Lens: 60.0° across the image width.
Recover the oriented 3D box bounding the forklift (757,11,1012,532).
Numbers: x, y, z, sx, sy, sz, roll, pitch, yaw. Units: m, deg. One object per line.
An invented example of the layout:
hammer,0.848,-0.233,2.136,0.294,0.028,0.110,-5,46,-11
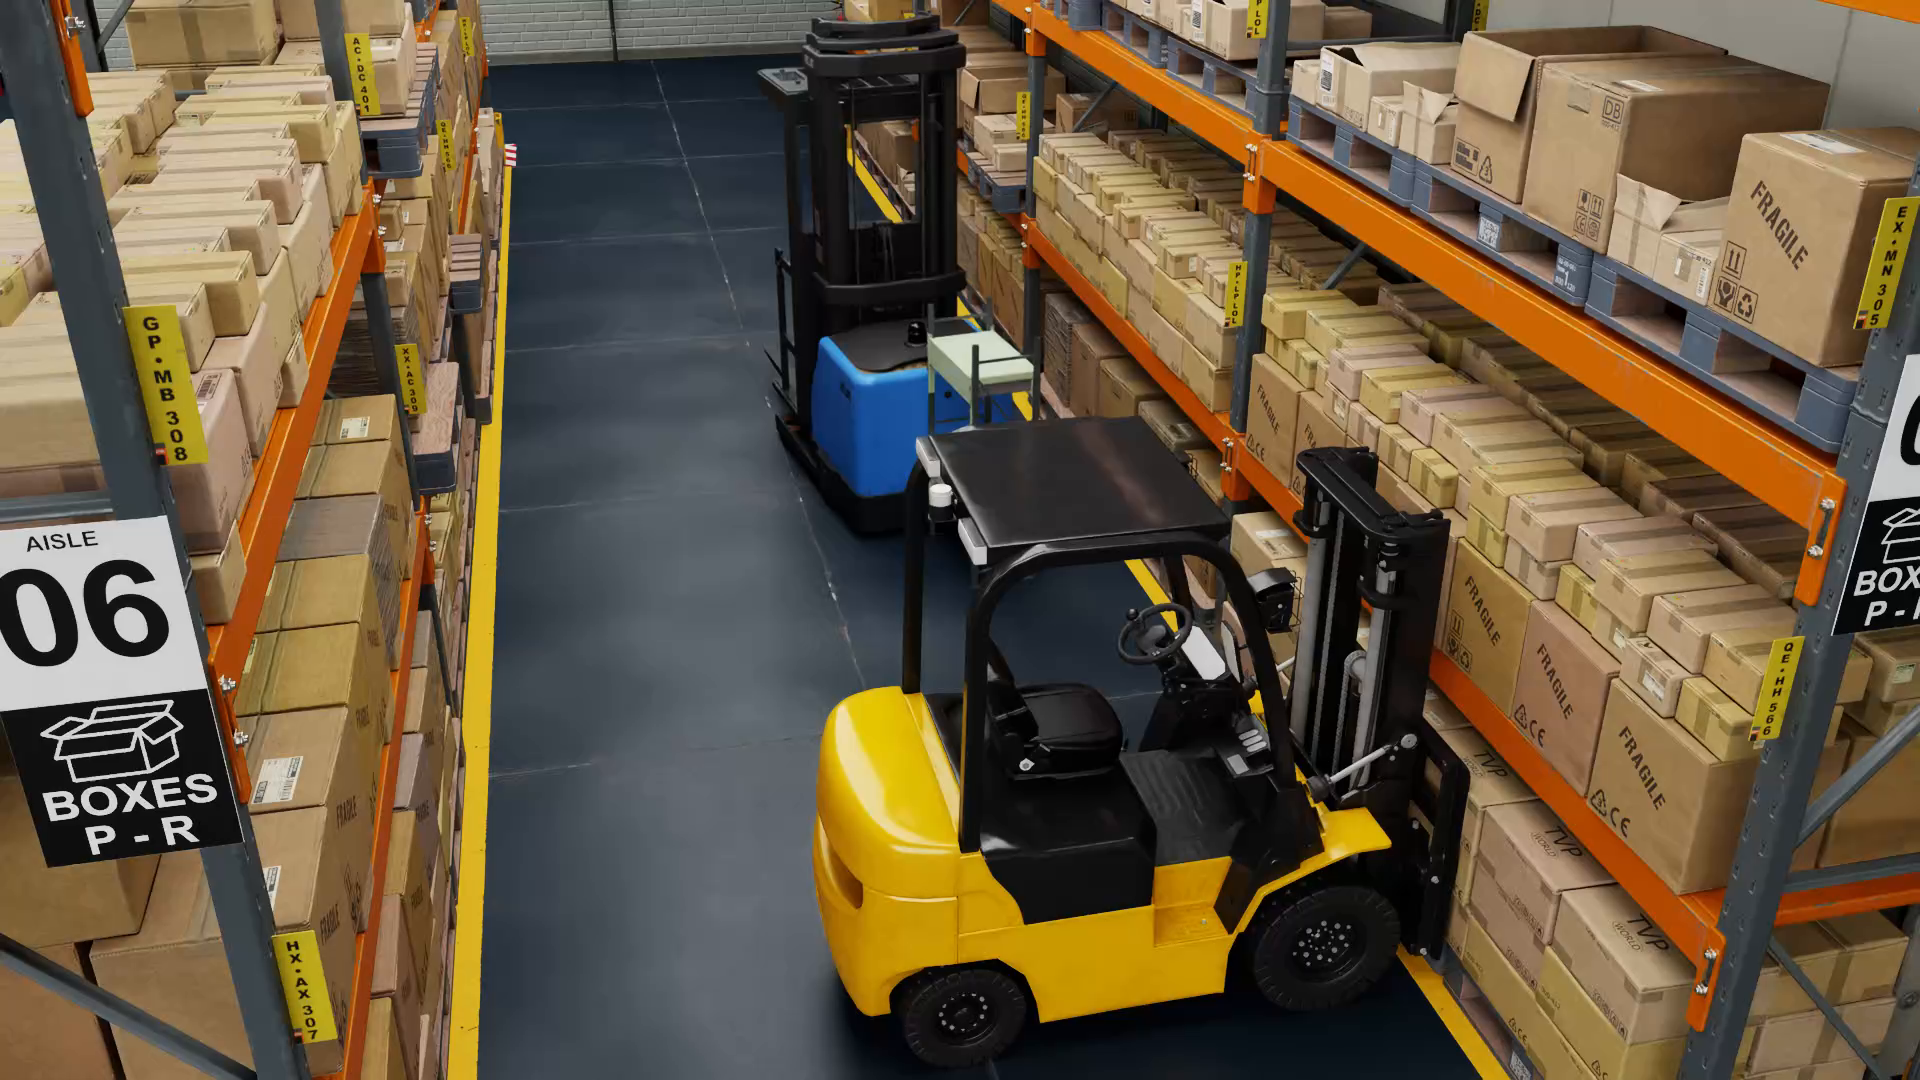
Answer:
forklift,-0.650,-1.998,10.957,1.130,2.935,3.031,-9,28,-18

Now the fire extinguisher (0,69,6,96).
fire extinguisher,-10.074,-4.944,17.216,0.296,0.674,0.183,-6,27,-12

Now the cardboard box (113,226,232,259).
cardboard box,-2.145,-0.712,4.397,0.380,0.149,0.250,-6,27,-12

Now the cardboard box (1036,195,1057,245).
cardboard box,0.833,-2.242,11.529,0.500,0.250,0.500,-6,27,-11

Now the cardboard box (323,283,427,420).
cardboard box,-2.789,-0.867,7.731,0.500,0.500,0.500,-5,27,-10

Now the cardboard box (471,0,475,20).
cardboard box,-5.072,-5.394,16.388,0.500,0.500,0.500,-6,27,-12

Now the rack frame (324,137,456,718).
rack frame,-2.963,-0.267,7.449,1.000,3.000,0.127,-6,27,-12

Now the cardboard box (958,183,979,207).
cardboard box,0.192,-3.003,14.460,0.380,0.149,0.250,-6,27,-12

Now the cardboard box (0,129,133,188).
cardboard box,-2.934,-1.228,5.420,0.380,0.149,0.250,-7,28,-13

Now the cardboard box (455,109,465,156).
cardboard box,-4.055,-3.098,12.670,0.500,0.250,0.500,-5,27,-11

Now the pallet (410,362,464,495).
pallet,-2.994,-0.531,8.187,1.003,0.211,1.213,-6,27,-12

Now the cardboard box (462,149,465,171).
cardboard box,-4.210,-3.093,13.216,0.500,0.250,0.500,-7,28,-13

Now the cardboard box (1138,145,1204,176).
cardboard box,1.408,-2.517,11.077,0.380,0.149,0.250,-6,27,-12

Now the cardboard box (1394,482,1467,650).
cardboard box,2.059,0.076,6.659,0.500,0.500,0.500,-6,27,-11

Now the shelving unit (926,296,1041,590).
shelving unit,0.128,-0.571,9.716,0.431,1.500,0.755,-9,28,-18

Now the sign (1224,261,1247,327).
sign,1.346,-1.195,8.091,0.100,0.325,0.005,-6,27,-12

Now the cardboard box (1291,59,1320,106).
cardboard box,1.677,-2.004,7.264,0.380,0.149,0.250,-5,27,-11

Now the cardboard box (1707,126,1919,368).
cardboard box,2.436,-0.802,4.493,0.500,0.500,0.500,-5,27,-10

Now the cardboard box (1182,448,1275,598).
cardboard box,1.744,-0.128,9.343,0.875,0.625,0.625,-5,27,-9

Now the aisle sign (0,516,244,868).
aisle sign,-1.746,0.324,3.393,0.394,0.787,0.004,-6,27,-12

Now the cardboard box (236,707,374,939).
cardboard box,-2.018,0.849,4.799,0.500,0.500,0.500,-5,27,-10

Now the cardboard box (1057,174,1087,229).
cardboard box,0.944,-2.245,10.981,0.500,0.250,0.500,-5,27,-10

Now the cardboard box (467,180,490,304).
cardboard box,-4.337,-2.358,13.484,0.875,0.875,0.875,-5,27,-10

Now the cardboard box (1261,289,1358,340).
cardboard box,1.655,-1.069,7.879,0.380,0.149,0.250,-5,27,-11

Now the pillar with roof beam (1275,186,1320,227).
pillar with roof beam,-2.052,-4.289,8.760,9.100,9.000,0.400,-6,27,-12

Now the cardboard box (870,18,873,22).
cardboard box,-0.625,-5.214,17.087,0.500,0.250,0.500,-7,28,-13

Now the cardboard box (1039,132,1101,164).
cardboard box,0.755,-2.693,11.425,0.380,0.149,0.250,-5,27,-10

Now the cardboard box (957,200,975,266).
cardboard box,0.197,-2.668,14.516,0.500,0.500,0.500,-7,28,-13

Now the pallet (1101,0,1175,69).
pallet,1.466,-3.004,9.753,1.003,0.211,1.213,-5,27,-9

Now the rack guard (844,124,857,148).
rack guard,-0.815,-4.891,19.386,1.175,0.500,0.348,-6,27,-12

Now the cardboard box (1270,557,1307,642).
cardboard box,1.781,0.291,7.820,0.500,0.250,0.500,-6,27,-12

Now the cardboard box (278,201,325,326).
cardboard box,-2.256,-0.837,5.086,0.500,0.250,0.500,-5,27,-10

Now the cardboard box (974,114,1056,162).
cardboard box,0.417,-3.079,12.722,0.500,0.250,0.500,-7,28,-14

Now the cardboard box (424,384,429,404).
cardboard box,-2.827,-0.727,8.175,0.380,0.149,0.250,-5,27,-11

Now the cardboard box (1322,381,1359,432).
cardboard box,1.817,-0.599,7.277,0.380,0.149,0.250,-5,27,-10

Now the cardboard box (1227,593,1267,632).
cardboard box,1.680,0.288,8.381,0.500,0.250,0.500,-6,27,-12

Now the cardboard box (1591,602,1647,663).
cardboard box,2.337,0.296,5.503,0.380,0.149,0.250,-5,27,-11

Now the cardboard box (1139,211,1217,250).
cardboard box,1.262,-1.792,9.641,0.380,0.149,0.250,-6,27,-11

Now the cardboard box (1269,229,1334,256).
cardboard box,1.859,-1.626,9.311,0.380,0.149,0.250,-6,27,-12

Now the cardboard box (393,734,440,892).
cardboard box,-2.336,1.118,6.459,0.500,0.500,0.500,-5,27,-9

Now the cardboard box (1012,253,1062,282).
cardboard box,0.613,-2.081,12.631,0.380,0.149,0.250,-7,28,-14

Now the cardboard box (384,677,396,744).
cardboard box,-2.240,0.626,5.960,0.380,0.149,0.250,-6,27,-11

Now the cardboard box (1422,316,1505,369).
cardboard box,2.327,-0.901,7.545,0.380,0.149,0.250,-6,27,-12

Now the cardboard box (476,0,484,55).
cardboard box,-5.301,-5.394,17.498,0.500,0.500,0.500,-6,27,-11

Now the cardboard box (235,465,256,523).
cardboard box,-1.993,-0.142,4.153,0.380,0.149,0.250,-5,27,-10

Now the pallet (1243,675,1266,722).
pallet,2.010,0.826,8.380,1.003,0.211,1.213,-6,27,-12

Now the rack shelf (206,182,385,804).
rack shelf,-2.512,-0.407,5.196,1.077,0.370,4.000,-6,27,-12

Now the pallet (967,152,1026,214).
pallet,0.749,-2.733,12.549,1.213,0.211,1.003,-6,27,-12

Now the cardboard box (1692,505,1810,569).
cardboard box,2.765,0.005,5.751,0.380,0.149,0.250,-6,27,-11

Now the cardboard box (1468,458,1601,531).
cardboard box,2.102,-0.169,6.096,0.380,0.149,0.250,-5,27,-11

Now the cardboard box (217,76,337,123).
cardboard box,-2.546,-1.626,6.208,0.380,0.149,0.250,-7,28,-13

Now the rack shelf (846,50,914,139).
rack shelf,-0.382,-4.841,17.311,1.077,0.370,4.000,-6,27,-12

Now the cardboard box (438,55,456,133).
cardboard box,-3.960,-3.201,12.041,0.500,0.500,0.500,-5,27,-10

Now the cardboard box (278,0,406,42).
cardboard box,-2.826,-2.465,7.620,0.500,0.250,0.500,-7,28,-13
